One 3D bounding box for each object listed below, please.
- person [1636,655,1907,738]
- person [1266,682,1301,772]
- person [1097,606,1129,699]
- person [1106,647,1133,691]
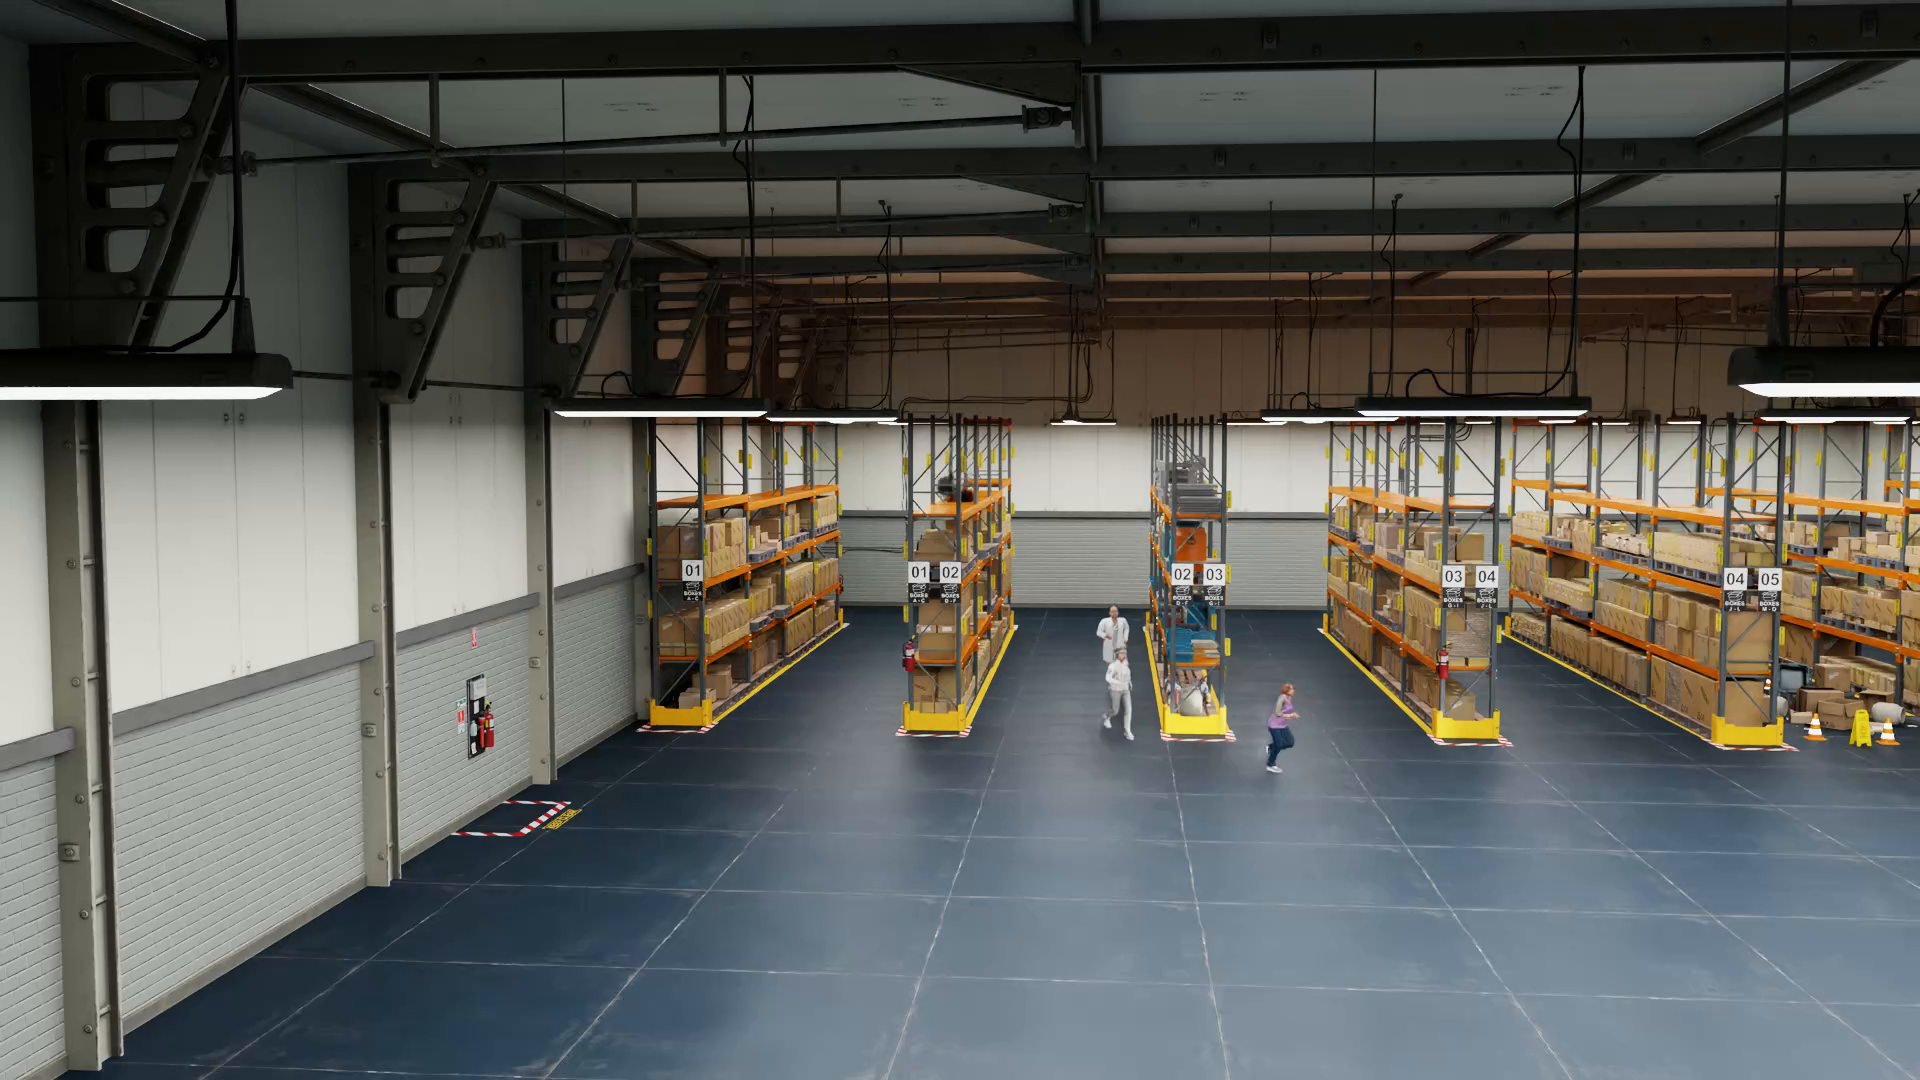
[{"bbox_3d":[17.874,2.549,34.732,8.320,1.714,8.174,0,4,0],"label":"person"},{"bbox_3d":[5.359,3.108,27.568,0.640,1.528,0.517,3,5,40],"label":"person"},{"bbox_3d":[3.155,2.300,34.246,0.689,1.884,0.821,0,4,2],"label":"person"},{"bbox_3d":[2.969,2.375,30.823,0.632,0.831,0.408,-2,4,-30],"label":"person"}]
